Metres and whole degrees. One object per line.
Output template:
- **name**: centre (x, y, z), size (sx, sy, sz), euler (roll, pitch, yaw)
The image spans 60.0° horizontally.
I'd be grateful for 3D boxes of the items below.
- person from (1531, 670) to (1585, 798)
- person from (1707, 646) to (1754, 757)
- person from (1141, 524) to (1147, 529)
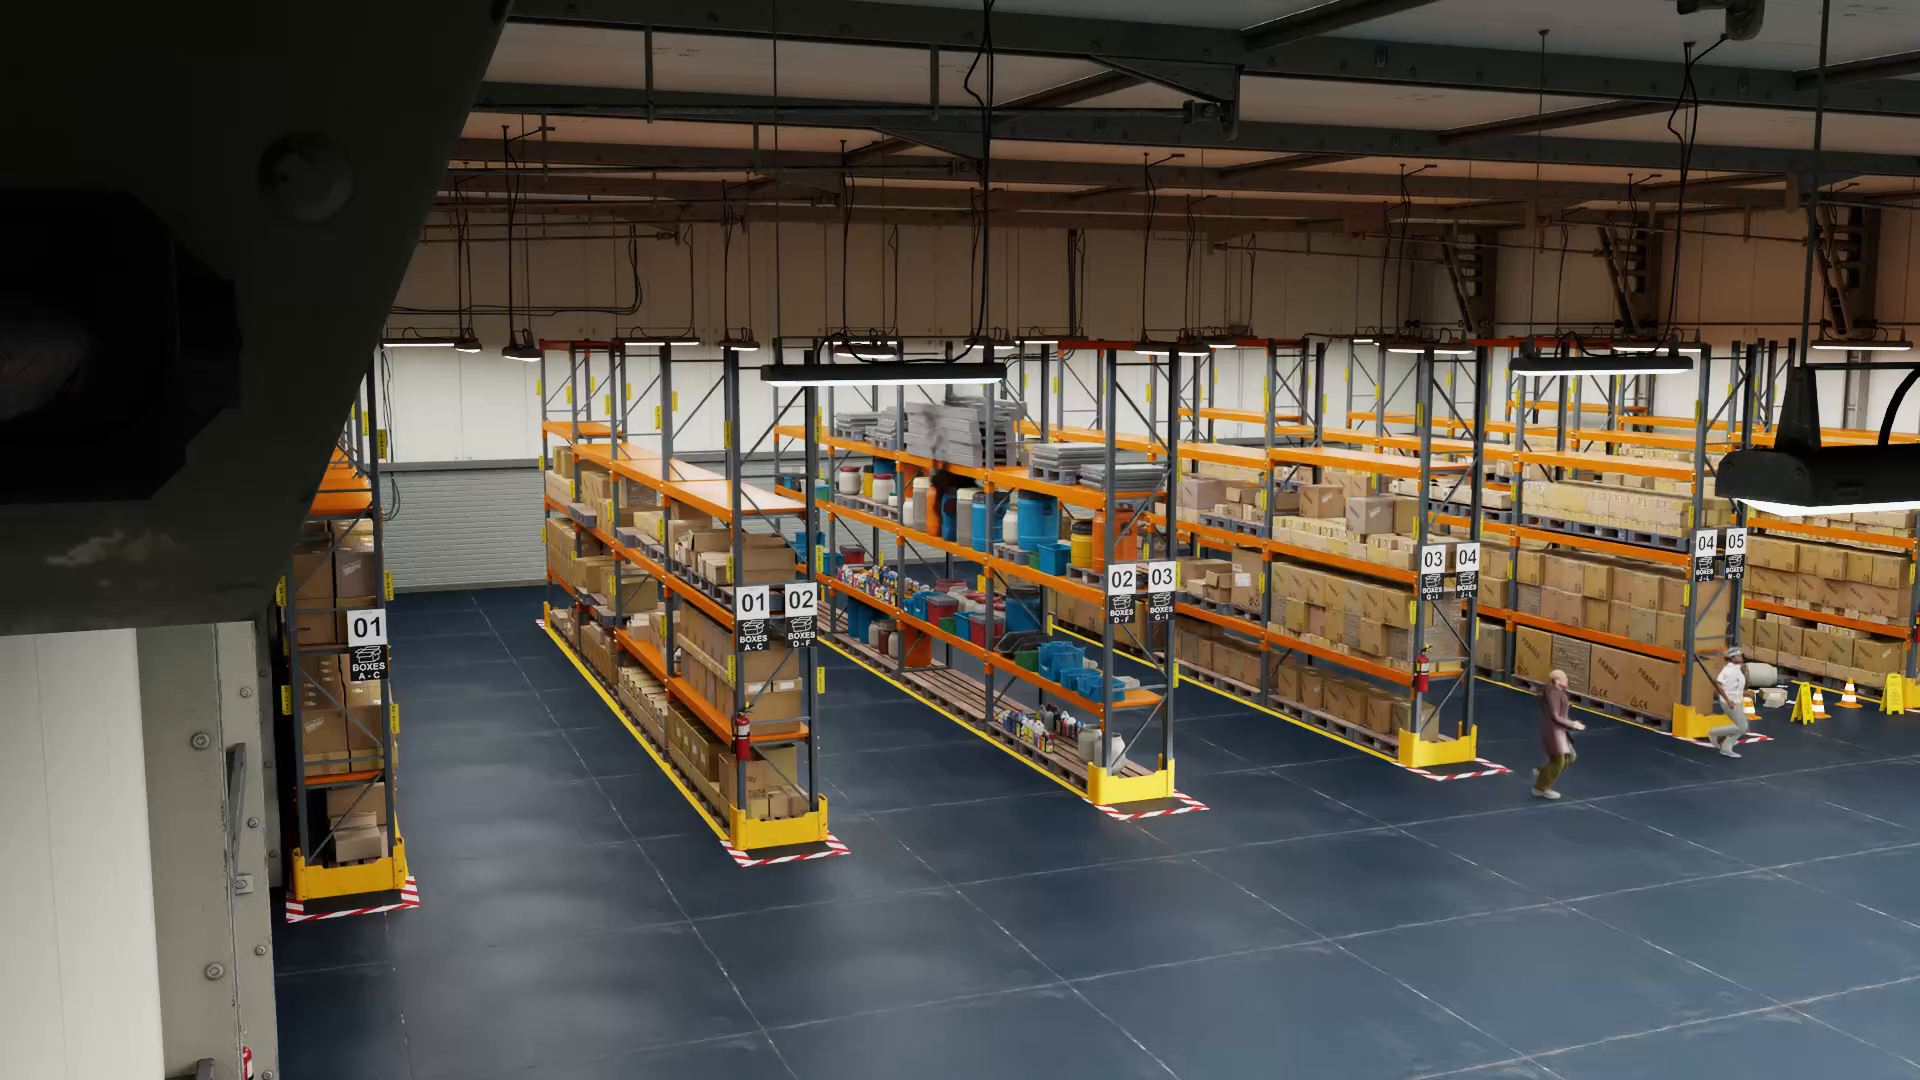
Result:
- **person**: centre (8.006, 2.584, 22.221), size (0.633, 1.738, 0.739), euler (3, 8, 20)
- **person**: centre (11.315, 2.361, 24.377), size (0.563, 1.658, 0.587), euler (6, 9, 36)
- **person**: centre (4.237, 0.419, 39.201), size (0.611, 1.606, 0.613), euler (-2, 8, -18)
